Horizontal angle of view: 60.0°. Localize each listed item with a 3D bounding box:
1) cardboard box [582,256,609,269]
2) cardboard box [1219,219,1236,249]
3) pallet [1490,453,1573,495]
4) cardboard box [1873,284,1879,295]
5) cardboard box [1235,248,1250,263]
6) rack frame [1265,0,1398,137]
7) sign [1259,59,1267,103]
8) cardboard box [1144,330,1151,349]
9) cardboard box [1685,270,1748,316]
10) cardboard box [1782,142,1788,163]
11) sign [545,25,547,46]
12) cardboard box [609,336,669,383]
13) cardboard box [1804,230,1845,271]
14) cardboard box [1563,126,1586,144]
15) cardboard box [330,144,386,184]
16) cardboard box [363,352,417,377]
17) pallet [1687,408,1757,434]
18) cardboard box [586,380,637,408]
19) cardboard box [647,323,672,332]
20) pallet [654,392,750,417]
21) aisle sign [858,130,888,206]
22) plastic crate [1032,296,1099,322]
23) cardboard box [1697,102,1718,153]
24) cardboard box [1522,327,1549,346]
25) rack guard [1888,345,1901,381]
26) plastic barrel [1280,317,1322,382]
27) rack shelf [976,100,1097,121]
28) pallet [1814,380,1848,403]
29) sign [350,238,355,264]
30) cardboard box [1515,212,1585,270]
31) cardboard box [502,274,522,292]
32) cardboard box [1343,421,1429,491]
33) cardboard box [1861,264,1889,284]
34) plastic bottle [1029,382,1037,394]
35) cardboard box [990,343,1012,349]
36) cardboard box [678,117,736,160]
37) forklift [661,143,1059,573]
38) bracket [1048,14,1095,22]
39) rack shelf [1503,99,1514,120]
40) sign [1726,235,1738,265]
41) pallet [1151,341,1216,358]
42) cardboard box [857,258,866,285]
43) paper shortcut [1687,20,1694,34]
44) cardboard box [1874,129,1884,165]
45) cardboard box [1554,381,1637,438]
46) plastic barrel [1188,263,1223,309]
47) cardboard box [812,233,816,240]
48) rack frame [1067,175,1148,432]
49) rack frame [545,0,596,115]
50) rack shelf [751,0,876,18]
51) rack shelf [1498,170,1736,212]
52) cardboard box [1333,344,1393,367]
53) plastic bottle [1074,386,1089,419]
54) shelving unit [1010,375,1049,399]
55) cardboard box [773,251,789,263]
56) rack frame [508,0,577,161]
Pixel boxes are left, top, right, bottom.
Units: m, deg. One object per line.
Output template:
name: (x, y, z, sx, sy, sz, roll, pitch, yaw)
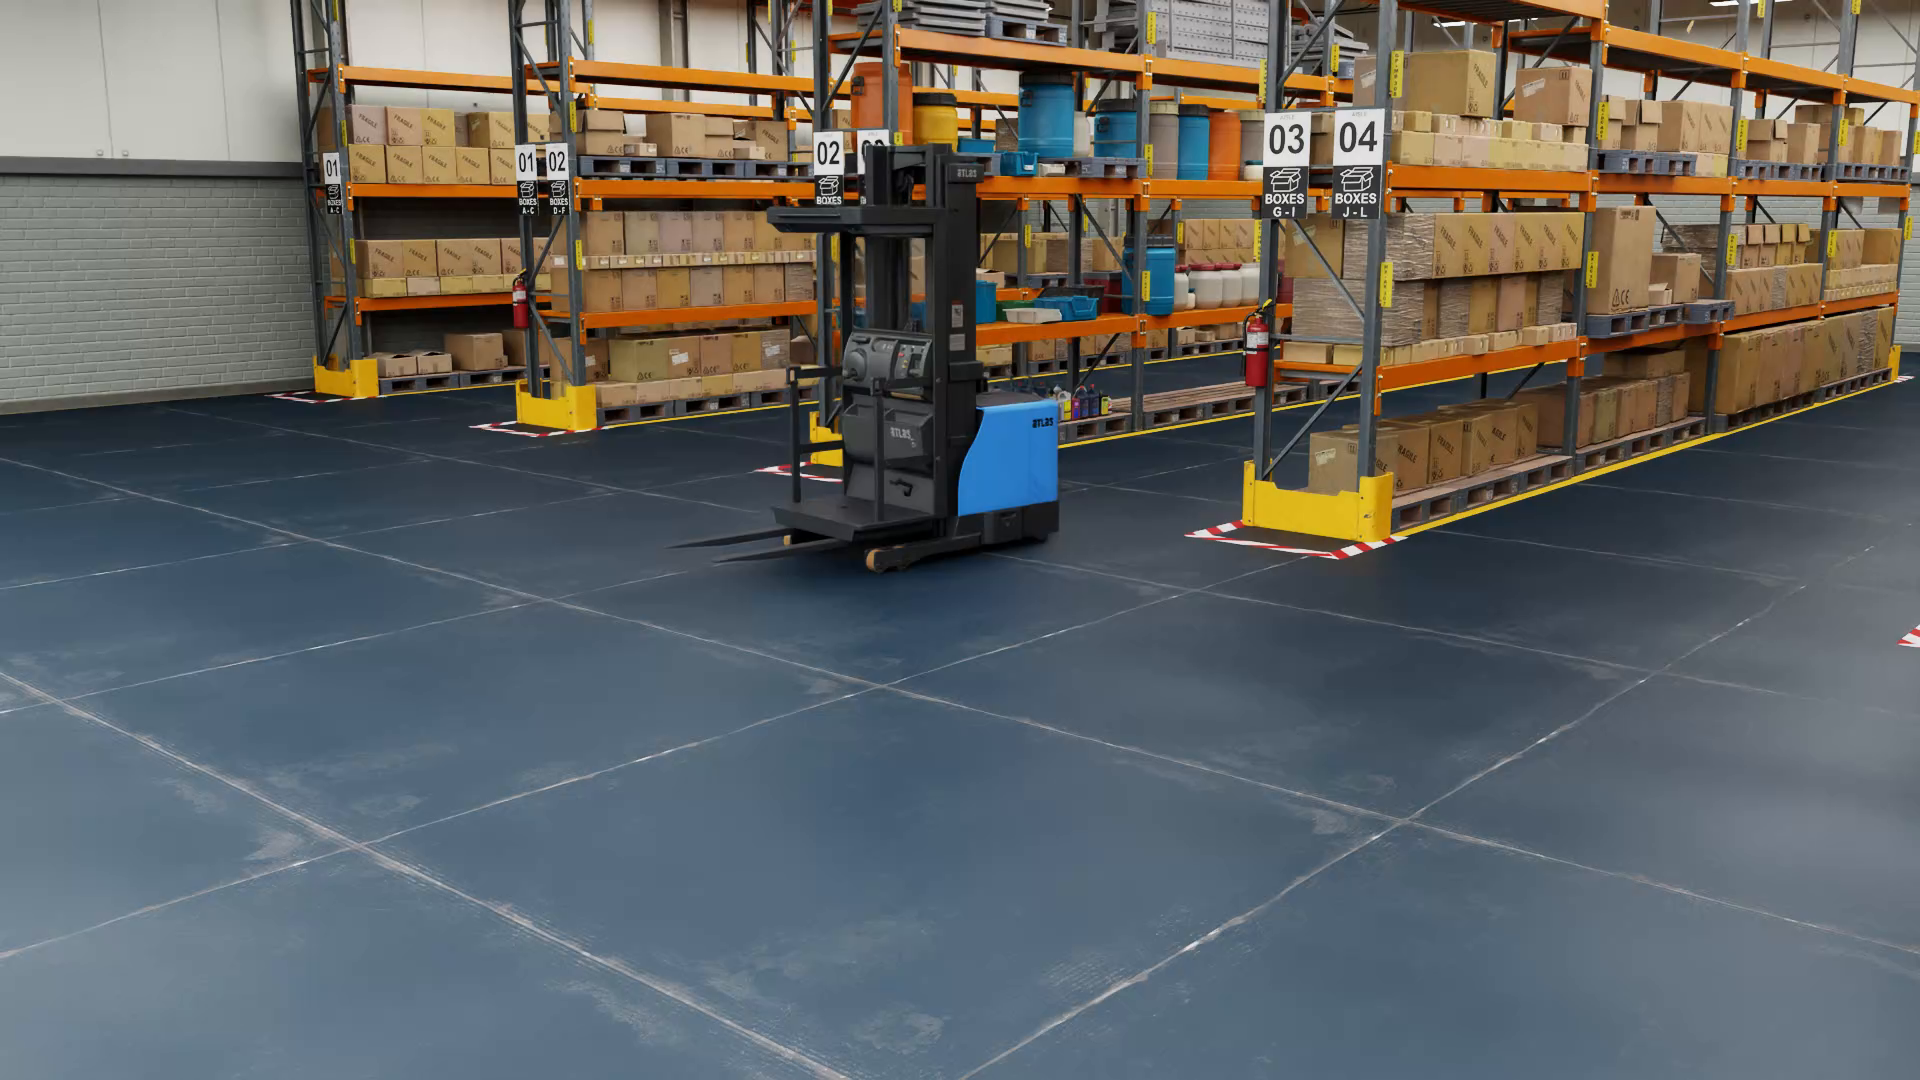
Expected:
cardboard box: (-4.276, -3.214, 19.233, 0.380, 0.149, 0.250, 10, 15, 40)
cardboard box: (4.427, -5.306, 28.812, 0.500, 0.500, 0.500, 9, 15, 39)
pallet: (4.966, -0.653, 15.443, 1.003, 0.211, 1.213, 10, 15, 40)
cardboard box: (12.643, -3.521, 23.323, 0.380, 0.149, 0.250, 9, 15, 39)
cardboard box: (4.768, -4.895, 29.307, 0.500, 0.500, 0.500, 9, 15, 40)
rack frame: (2.742, -4.477, 12.154, 1.000, 3.000, 0.127, 10, 15, 40)
sign: (2.338, -3.515, 12.735, 0.100, 0.325, 0.005, 10, 15, 40)
cardboard box: (2.781, -3.391, 27.290, 0.500, 0.500, 0.500, 10, 15, 41)
cardboard box: (8.548, -2.798, 18.806, 0.500, 0.500, 0.500, 10, 15, 42)
cardboard box: (9.872, -4.785, 20.505, 0.500, 0.311, 0.500, 9, 14, 38)
sign: (-6.201, -7.594, 24.967, 0.100, 0.325, 0.005, 10, 15, 40)
cardboard box: (-3.847, -2.166, 19.932, 0.500, 0.500, 0.500, 10, 15, 40)
cardboard box: (11.172, -3.779, 21.680, 0.500, 0.500, 0.500, 10, 15, 40)
cardboard box: (5.385, -3.632, 14.943, 0.380, 0.149, 0.250, 10, 15, 42)
cardboard box: (-8.012, -5.004, 22.139, 0.500, 0.500, 0.500, 10, 15, 42)
cardboard box: (-7.896, -2.444, 23.032, 0.500, 0.311, 0.500, 8, 14, 34)
pallet: (8.600, -1.451, 19.439, 1.003, 0.211, 1.213, 10, 15, 40)
cardboard box: (-4.176, -1.725, 19.636, 0.500, 0.250, 0.500, 10, 15, 40)
cardboard box: (-5.003, -3.228, 26.475, 0.700, 0.500, 0.500, 9, 15, 39)
pallet: (-3.418, -1.746, 20.915, 1.003, 0.211, 1.213, 10, 15, 40)
aisle sign: (-0.806, -3.402, 15.450, 0.394, 0.787, 0.004, 10, 15, 40)
plastic crate: (1.135, -2.494, 17.917, 0.499, 0.251, 0.616, 10, 15, 40)
cardboard box: (7.566, -4.298, 17.383, 0.500, 0.500, 0.500, 10, 15, 40)
cardboard box: (4.998, -1.816, 14.784, 0.380, 0.149, 0.250, 10, 15, 40)
rack guard: (13.320, -2.667, 24.790, 1.175, 0.500, 0.348, 10, 15, 40)
plastic barrel: (4.612, -2.569, 22.383, 0.600, 0.830, 0.708, 10, 15, 40)
rack shelf: (1.904, -6.681, 26.045, 1.077, 0.370, 4.000, 10, 15, 40)
pallet: (11.224, -2.035, 22.363, 1.003, 0.211, 1.213, 10, 15, 40)
sign: (-8.013, -3.811, 21.924, 0.100, 0.325, 0.005, 10, 15, 40)
cardboard box: (5.292, -2.708, 15.041, 0.500, 0.500, 0.500, 10, 15, 40)
cardboard box: (-6.520, -3.725, 24.032, 0.500, 0.250, 0.500, 10, 15, 40)
cardboard box: (3.536, -0.698, 13.857, 0.500, 0.500, 0.500, -7, 13, -33)
cardboard box: (12.848, -3.782, 23.611, 0.500, 0.250, 0.500, 9, 15, 39)
plastic bottle: (0.817, -1.616, 18.784, 0.144, 0.351, 0.185, 10, 15, 42)
cardboard box: (0.423, -3.018, 24.677, 0.500, 0.311, 0.500, 10, 15, 42)
cardboard box: (-3.238, -4.976, 20.613, 0.637, 0.503, 0.797, -10, 15, -41)
forklift: (-0.684, -1.324, 11.855, 3.031, 2.935, 1.130, -10, 15, -40)
bracket: (1.555, -10.538, 33.309, 0.076, 0.066, 4.783, 10, 15, 40)
rack shelf: (8.263, -6.629, 25.782, 1.077, 0.370, 4.000, 10, 15, 40)
sign: (8.437, -3.173, 18.184, 0.100, 0.325, 0.005, 10, 15, 40)
pallet: (3.679, -3.316, 28.774, 1.003, 0.211, 1.213, 10, 15, 40)
cardboard box: (-1.189, -3.643, 23.036, 0.500, 0.500, 0.500, -11, 16, -43)
paper shortcut: (8.500, -5.985, 19.346, 0.009, 0.170, 0.078, 23, -8, 37)
cardboard box: (12.539, -5.514, 23.418, 0.700, 0.500, 0.500, 9, 14, 38)
cardboard box: (6.502, -1.352, 17.079, 0.700, 0.500, 0.500, 8, 14, 36)
plastic barrel: (2.942, -3.051, 19.984, 0.433, 0.535, 0.433, 0, 11, 0)
cardboard box: (-2.627, -5.244, 28.328, 0.500, 0.250, 0.500, 10, 15, 42)
rack frame: (1.662, -2.764, 18.894, 1.000, 3.000, 0.127, 10, 15, 40)
rack frame: (-5.780, -6.987, 24.719, 1.000, 3.000, 0.127, 10, 15, 40)
rack shelf: (-1.819, -9.147, 28.884, 1.077, 0.370, 4.000, 10, 15, 40)
rack shelf: (6.703, -3.537, 16.938, 1.077, 0.370, 4.000, 10, 15, 40)
cardboard box: (3.109, -1.424, 12.821, 0.380, 0.149, 0.250, 10, 15, 40)
plastic bottle: (1.327, -1.521, 18.308, 0.144, 0.351, 0.185, 9, 14, 38)
shelving unit: (0.542, -0.680, 13.052, 0.189, 1.200, 0.258, -10, 15, -40)
cardboard box: (-2.411, -3.630, 21.315, 0.380, 0.149, 0.250, 9, 15, 39)
rack frame: (-4.697, -5.759, 18.569, 1.000, 3.000, 0.127, 10, 15, 40)
